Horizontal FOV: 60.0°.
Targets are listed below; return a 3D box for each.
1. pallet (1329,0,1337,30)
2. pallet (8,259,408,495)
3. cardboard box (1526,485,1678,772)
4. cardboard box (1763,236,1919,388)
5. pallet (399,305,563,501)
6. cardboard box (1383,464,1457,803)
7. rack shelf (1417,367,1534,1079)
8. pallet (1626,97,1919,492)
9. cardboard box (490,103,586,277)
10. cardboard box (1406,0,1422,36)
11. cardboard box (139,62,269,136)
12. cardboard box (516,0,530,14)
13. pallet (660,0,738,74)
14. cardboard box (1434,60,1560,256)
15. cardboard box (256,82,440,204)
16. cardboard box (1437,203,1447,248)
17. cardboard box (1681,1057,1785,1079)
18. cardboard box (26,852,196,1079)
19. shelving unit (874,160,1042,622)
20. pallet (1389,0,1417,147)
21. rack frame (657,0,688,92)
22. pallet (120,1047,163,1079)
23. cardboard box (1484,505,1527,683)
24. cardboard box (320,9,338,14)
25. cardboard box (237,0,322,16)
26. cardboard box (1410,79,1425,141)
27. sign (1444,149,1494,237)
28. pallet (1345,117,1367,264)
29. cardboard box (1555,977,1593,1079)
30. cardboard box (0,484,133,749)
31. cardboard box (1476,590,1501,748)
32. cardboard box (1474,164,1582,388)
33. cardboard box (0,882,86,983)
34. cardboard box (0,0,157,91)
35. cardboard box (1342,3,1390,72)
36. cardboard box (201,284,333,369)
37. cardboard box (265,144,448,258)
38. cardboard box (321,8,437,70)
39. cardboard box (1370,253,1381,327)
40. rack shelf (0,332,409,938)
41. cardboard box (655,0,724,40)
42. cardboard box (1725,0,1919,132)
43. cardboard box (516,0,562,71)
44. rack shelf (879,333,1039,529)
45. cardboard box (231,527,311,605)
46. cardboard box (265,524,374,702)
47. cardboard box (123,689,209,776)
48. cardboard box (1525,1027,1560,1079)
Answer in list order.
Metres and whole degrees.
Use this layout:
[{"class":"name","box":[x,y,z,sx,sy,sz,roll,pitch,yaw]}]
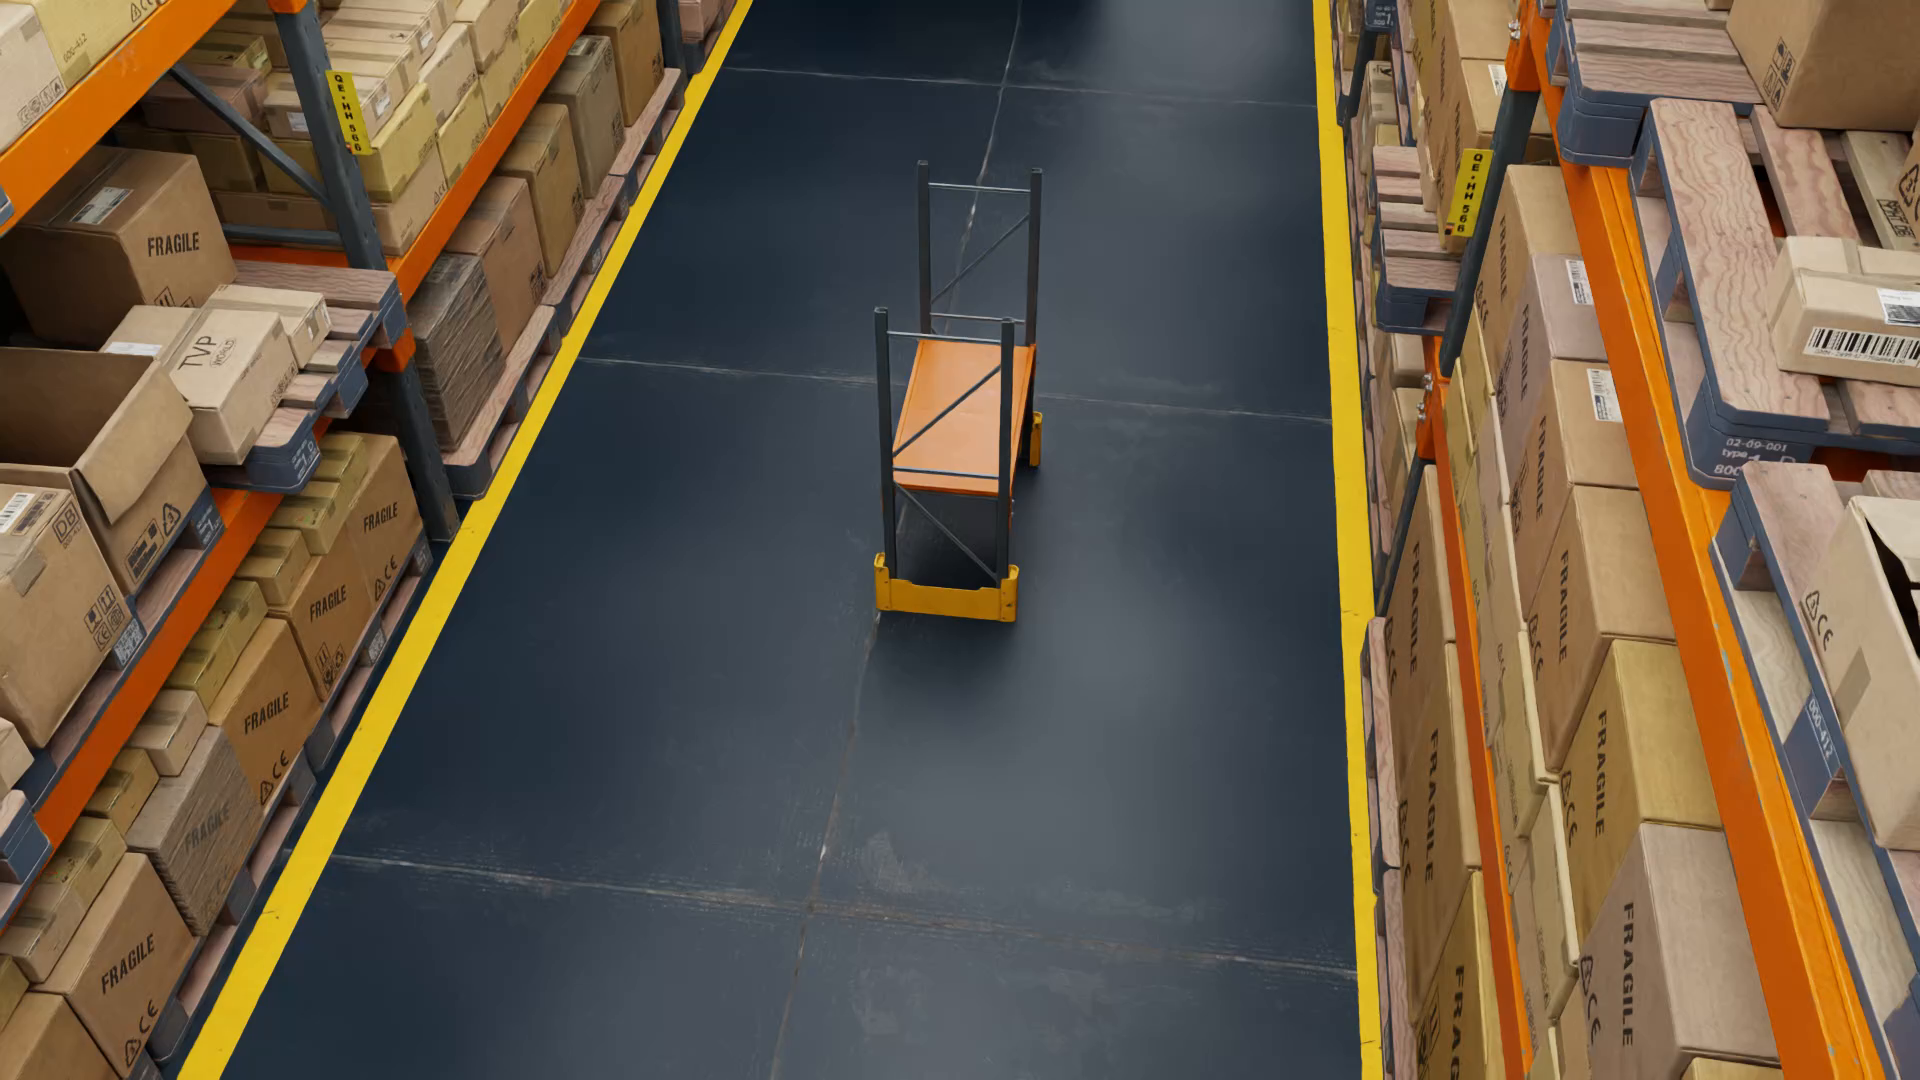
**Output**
[{"class":"pallet","box":[2.963,-3.718,11.023,1.003,0.211,1.213,5,44,6]},{"class":"pallet","box":[-2.719,-0.620,5.863,1.213,0.211,1.003,5,44,6]},{"class":"cardboard box","box":[1.705,0.239,4.016,0.500,0.500,0.500,6,44,6]},{"class":"cardboard box","box":[1.794,-0.443,3.219,0.380,0.166,0.250,9,44,9]},{"class":"pallet","box":[-2.551,-0.703,7.839,1.003,0.211,1.213,5,44,6]},{"class":"cardboard box","box":[2.048,0.373,5.915,0.875,0.875,0.875,5,44,5]},{"class":"rack shelf","box":[1.958,0.915,4.626,1.077,0.370,4.000,5,44,6]},{"class":"pallet","box":[2.044,-0.524,3.578,1.003,0.211,1.213,7,44,7]},{"class":"cardboard box","box":[-2.435,-1.777,8.367,0.875,0.625,0.625,4,44,4]},{"class":"cardboard box","box":[2.203,-2.411,7.020,0.500,0.500,0.500,4,44,4]},{"class":"cardboard box","box":[-2.856,-1.670,6.288,0.380,0.149,0.250,7,44,7]},{"class":"cardboard box","box":[-2.201,-2.612,7.573,0.500,0.250,0.500,6,44,6]},{"class":"pallet","box":[-2.023,-3.410,10.698,1.003,0.211,1.213,5,44,6]},{"class":"cardboard box","box":[2.006,-1.342,5.891,0.500,0.500,0.500,4,44,4]},{"class":"cardboard box","box":[-2.373,-1.563,6.465,0.500,0.250,0.500,5,44,5]},{"class":"cardboard box","box":[1.996,-1.205,6.218,0.380,0.149,0.250,6,44,6]},{"class":"cardboard box","box":[1.503,1.290,2.906,0.500,0.500,0.500,7,44,7]},{"class":"cardboard box","box":[-2.810,1.310,5.197,0.500,0.500,0.500,4,44,4]},{"class":"shelving unit","box":[0.010,-0.597,6.789,0.587,1.500,1.083,5,44,6]},{"class":"pallet","box":[2.443,-1.993,7.313,1.003,0.211,1.213,5,44,6]},{"class":"rack frame","box":[-2.170,-3.884,9.171,1.000,3.000,0.127,5,44,6]},{"class":"pallet","box":[-3.157,2.023,4.961,1.003,0.211,1.213,5,44,6]},{"class":"cardboard box","box":[1.763,0.177,4.627,0.500,0.250,0.500,5,44,5]},{"class":"cardboard box","box":[-2.780,-2.307,7.250,0.500,0.250,0.500,5,44,5]},{"class":"cardboard box","box":[-2.874,-2.203,6.851,0.380,0.149,0.250,4,44,5]},{"class":"cardboard box","box":[2.048,-1.741,6.784,0.380,0.149,0.250,6,44,6]},{"class":"sign","box":[1.683,-1.144,5.492,0.100,0.325,0.005,5,44,6]},{"class":"pallet","box":[2.649,-1.892,9.095,1.003,0.211,1.213,5,44,6]},{"class":"cardboard box","box":[1.569,1.225,3.520,0.500,0.250,0.500,6,44,7]},{"class":"cardboard box","box":[-2.770,0.182,4.498,0.700,0.500,0.500,5,44,5]},{"class":"cardboard box","box":[1.782,0.364,4.793,0.500,0.250,0.500,7,44,7]},{"class":"cardboard box","box":[1.914,-0.795,5.108,0.500,0.500,0.500,4,44,4]},{"class":"cardboard box","box":[-2.841,1.140,4.905,0.380,0.149,0.250,5,44,5]},{"class":"cardboard box","box":[-2.592,-1.479,4.557,0.500,0.250,0.500,5,44,6]},{"class":"cardboard box","box":[2.562,-3.017,9.949,0.500,0.250,0.500,7,44,7]},{"class":"cardboard box","box":[-2.405,-0.737,5.724,0.380,0.149,0.250,6,44,6]},{"class":"cardboard box","box":[-2.398,-1.384,6.639,0.500,0.250,0.500,5,44,6]},{"class":"cardboard box","box":[-2.322,-1.980,6.615,0.380,0.149,0.250,6,44,7]},{"class":"cardboard box","box":[2.502,-1.312,8.060,0.950,0.372,0.625,7,44,7]},{"class":"rack shelf","box":[-2.963,0.466,5.100,1.077,0.370,4.000,5,44,6]},{"class":"cardboard box","box":[-1.778,-3.338,10.288,0.500,0.250,0.500,6,44,6]},{"class":"cardboard box","box":[2.279,-1.296,3.877,0.700,0.500,0.500,3,44,3]},{"class":"cardboard box","box":[-2.195,-2.431,7.745,0.500,0.250,0.500,7,44,7]},{"class":"rack shelf","box":[0.011,-0.472,6.919,0.538,0.185,1.000,5,44,6]},{"class":"cardboard box","box":[-2.597,0.085,6.019,0.380,0.149,0.250,4,44,4]},{"class":"cardboard box","box":[-2.618,0.245,6.323,0.500,0.500,0.500,5,44,5]},{"class":"cardboard box","box":[-2.716,0.622,5.452,0.380,0.149,0.250,3,44,4]},{"class":"cardboard box","box":[1.571,1.395,3.704,0.500,0.250,0.500,5,44,5]}]
